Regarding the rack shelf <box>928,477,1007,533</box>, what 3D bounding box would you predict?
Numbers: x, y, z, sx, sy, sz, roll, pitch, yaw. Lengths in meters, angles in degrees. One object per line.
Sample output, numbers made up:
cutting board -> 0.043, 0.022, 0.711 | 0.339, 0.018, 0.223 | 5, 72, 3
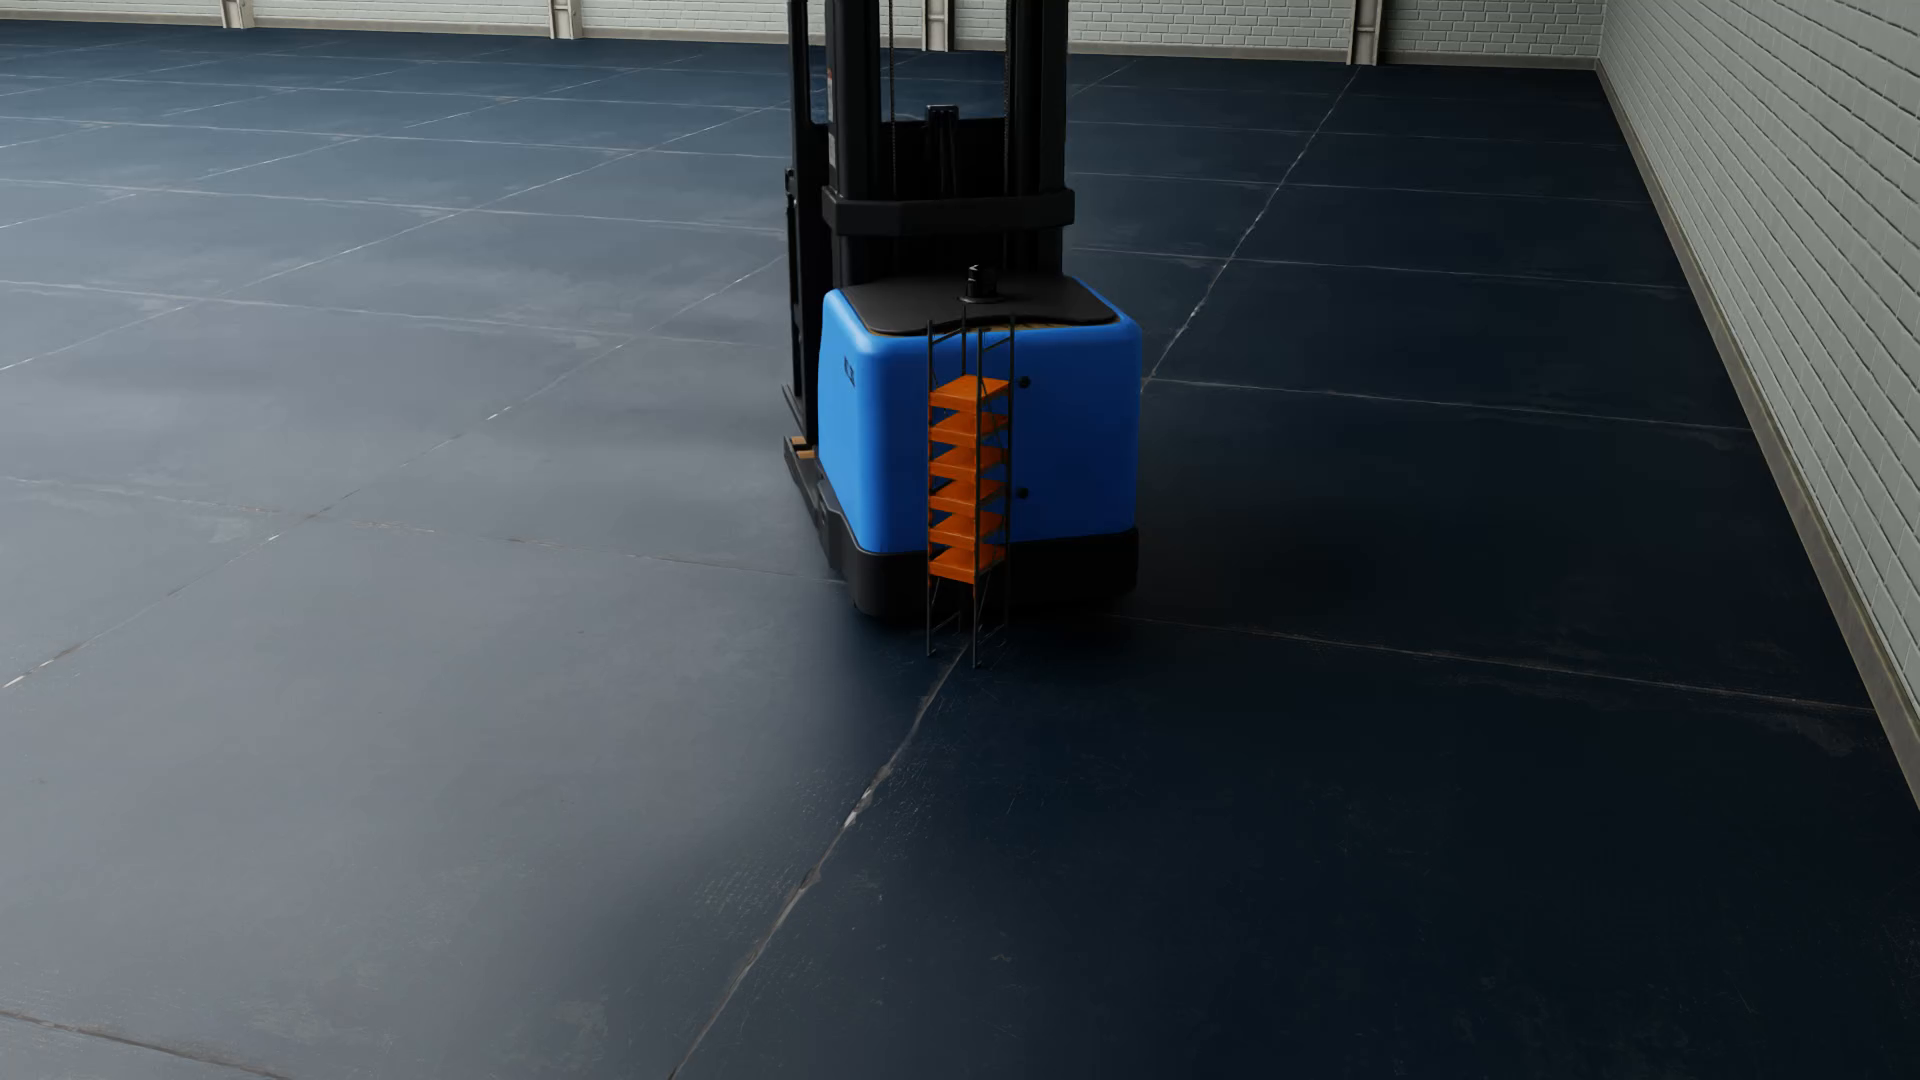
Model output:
rack shelf -> 0.033, -0.129, 5.618 | 0.180, 0.103, 0.258 | 13, 26, 27

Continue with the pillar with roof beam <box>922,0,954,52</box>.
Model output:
pillar with roof beam -> -1.559, -9.683, 18.520 | 0.400, 9.000, 9.100 | 7, 23, 16

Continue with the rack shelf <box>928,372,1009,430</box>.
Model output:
rack shelf -> 0.036, -0.461, 5.479 | 0.180, 0.103, 0.258 | 13, 26, 27

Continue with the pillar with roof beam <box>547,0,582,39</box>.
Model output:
pillar with roof beam -> -7.303, -10.341, 20.123 | 0.400, 9.000, 9.100 | 7, 23, 16

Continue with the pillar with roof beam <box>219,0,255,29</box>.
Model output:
pillar with roof beam -> -13.047, -10.999, 21.727 | 0.400, 9.000, 9.100 | 7, 23, 16

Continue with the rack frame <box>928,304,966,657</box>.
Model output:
rack frame -> -0.046, -0.188, 5.642 | 0.006, 1.200, 0.240 | 13, 26, 27

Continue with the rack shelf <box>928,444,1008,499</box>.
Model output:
rack shelf -> 0.034, -0.240, 5.572 | 0.180, 0.103, 0.258 | 13, 26, 27

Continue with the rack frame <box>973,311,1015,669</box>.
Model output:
rack frame -> 0.113, -0.152, 5.559 | 0.006, 1.200, 0.240 | 13, 26, 27

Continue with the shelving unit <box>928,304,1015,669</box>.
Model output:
shelving unit -> 0.034, -0.170, 5.601 | 0.189, 1.200, 0.258 | 13, 26, 27

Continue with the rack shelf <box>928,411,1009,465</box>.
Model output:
rack shelf -> 0.035, -0.351, 5.525 | 0.180, 0.103, 0.258 | 13, 26, 27

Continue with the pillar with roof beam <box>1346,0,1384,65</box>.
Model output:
pillar with roof beam -> 4.186, -9.026, 16.916 | 0.400, 9.000, 9.100 | 7, 23, 16

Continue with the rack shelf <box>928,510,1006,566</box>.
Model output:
rack shelf -> 0.032, -0.019, 5.664 | 0.180, 0.103, 0.258 | 13, 26, 27

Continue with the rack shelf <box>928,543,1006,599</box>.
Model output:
rack shelf -> 0.031, 0.092, 5.710 | 0.180, 0.103, 0.258 | 13, 26, 27

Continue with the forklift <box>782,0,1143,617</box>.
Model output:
forklift -> -0.177, -1.611, 6.835 | 1.130, 2.935, 3.031 | -5, 23, -12
